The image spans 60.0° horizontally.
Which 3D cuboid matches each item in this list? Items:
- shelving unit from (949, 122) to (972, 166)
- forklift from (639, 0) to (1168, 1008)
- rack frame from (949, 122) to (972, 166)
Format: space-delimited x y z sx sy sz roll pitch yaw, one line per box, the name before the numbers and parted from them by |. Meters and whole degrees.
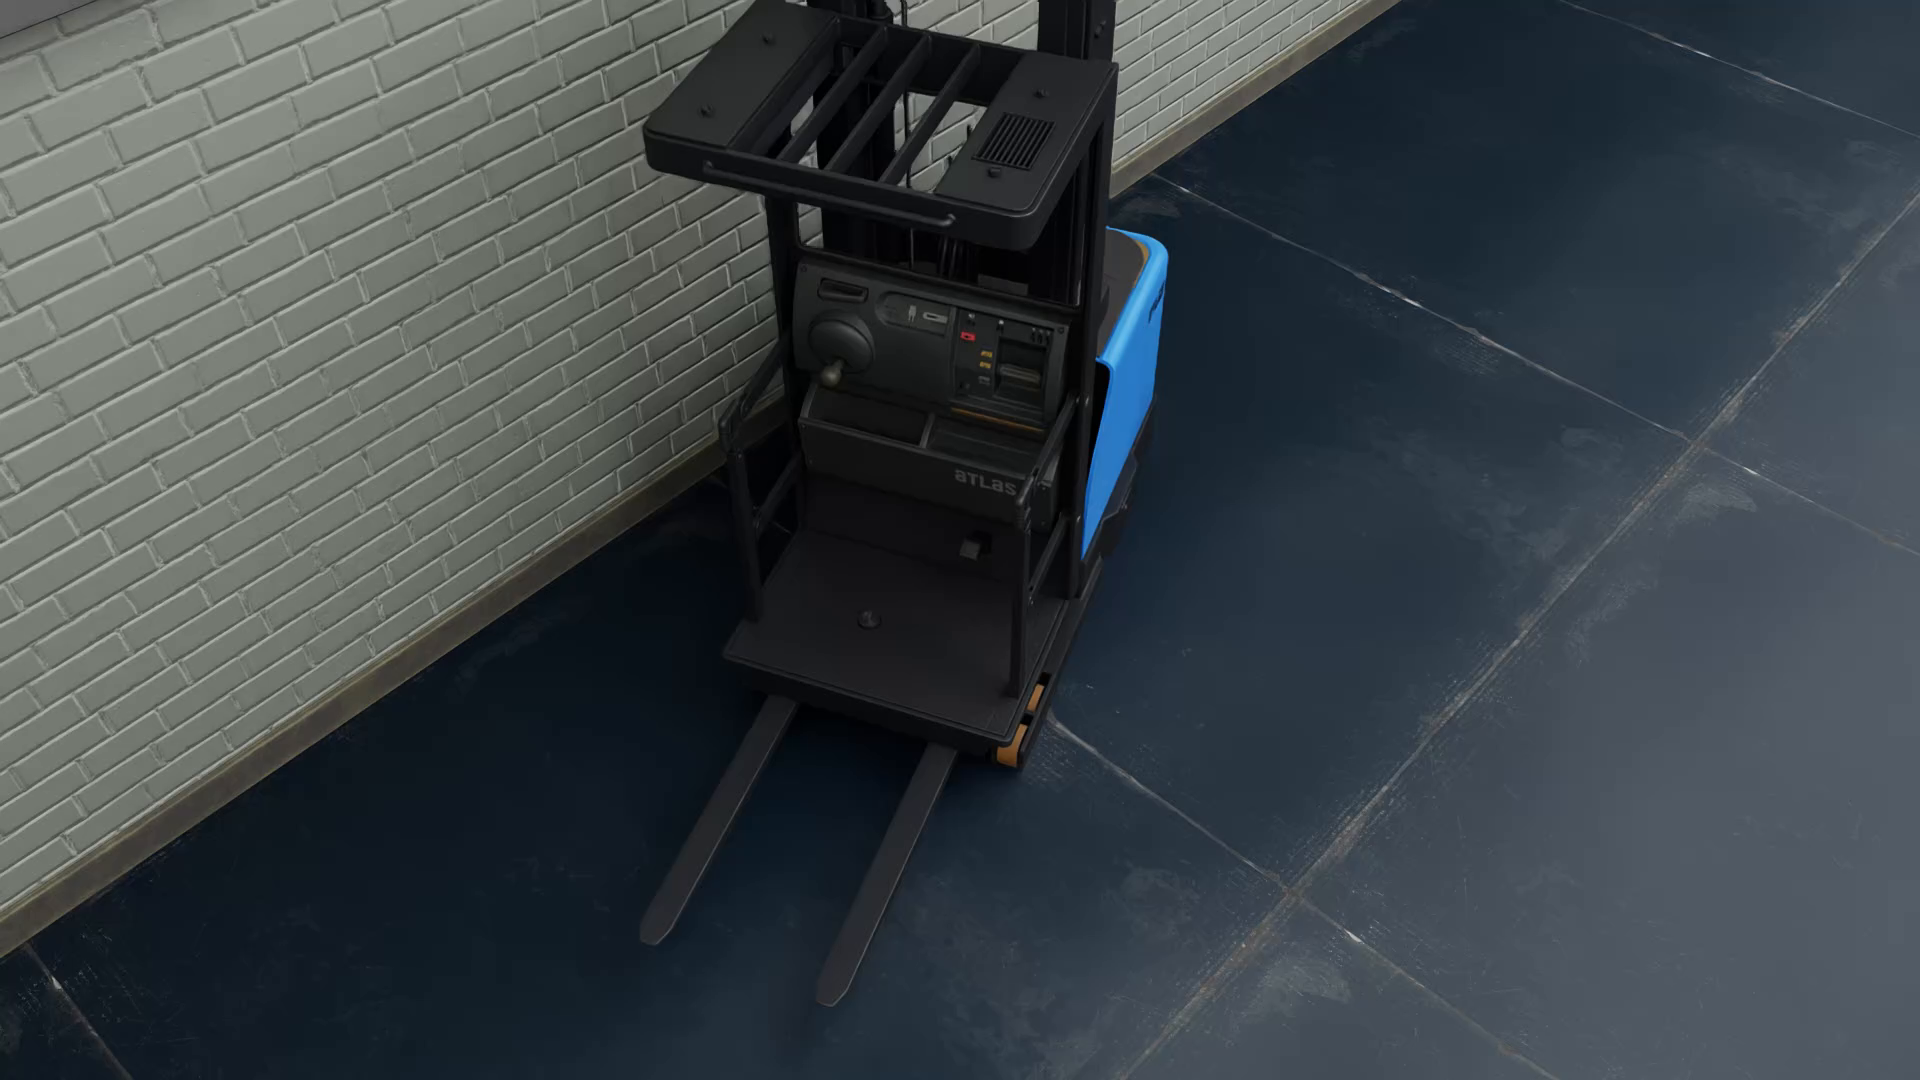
shelving unit | 0.232 -1.122 6.981 0.503 1.200 0.258 15 49 13
forklift | -0.177 -0.535 5.242 1.130 2.935 3.031 15 49 14
rack frame | 0.002 -1.183 7.037 0.015 1.200 0.240 15 49 13
